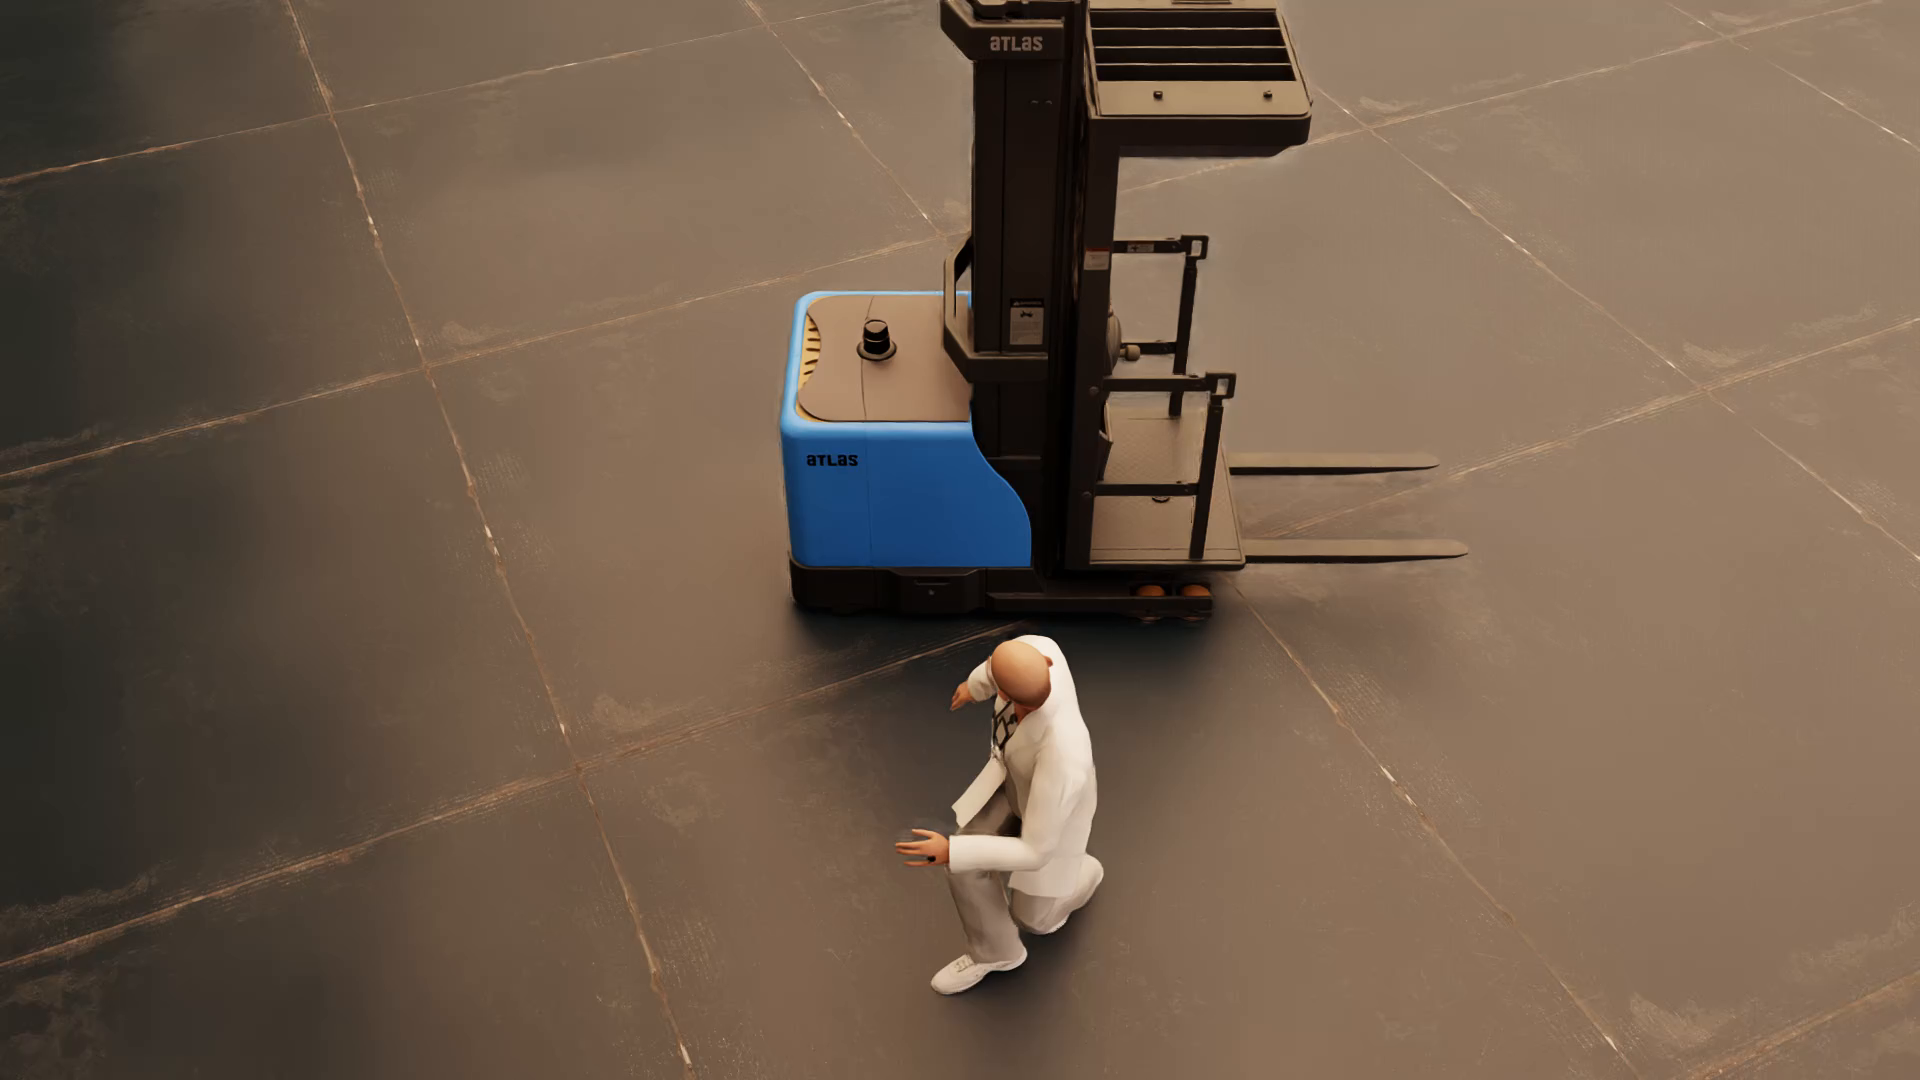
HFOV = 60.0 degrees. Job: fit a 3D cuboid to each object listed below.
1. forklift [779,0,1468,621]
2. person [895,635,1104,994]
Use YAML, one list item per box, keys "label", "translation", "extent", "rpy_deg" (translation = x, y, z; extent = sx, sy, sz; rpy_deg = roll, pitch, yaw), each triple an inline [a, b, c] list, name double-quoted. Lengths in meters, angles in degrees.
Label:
- label: "forklift"
  translation: [0.760, -1.076, 6.833]
  extent: [3.031, 2.935, 1.130]
  rpy_deg: [0, 43, 0]
- label: "person"
  translation: [0.123, 0.879, 5.699]
  extent: [0.911, 1.641, 0.926]
  rpy_deg: [-20, 47, -20]
